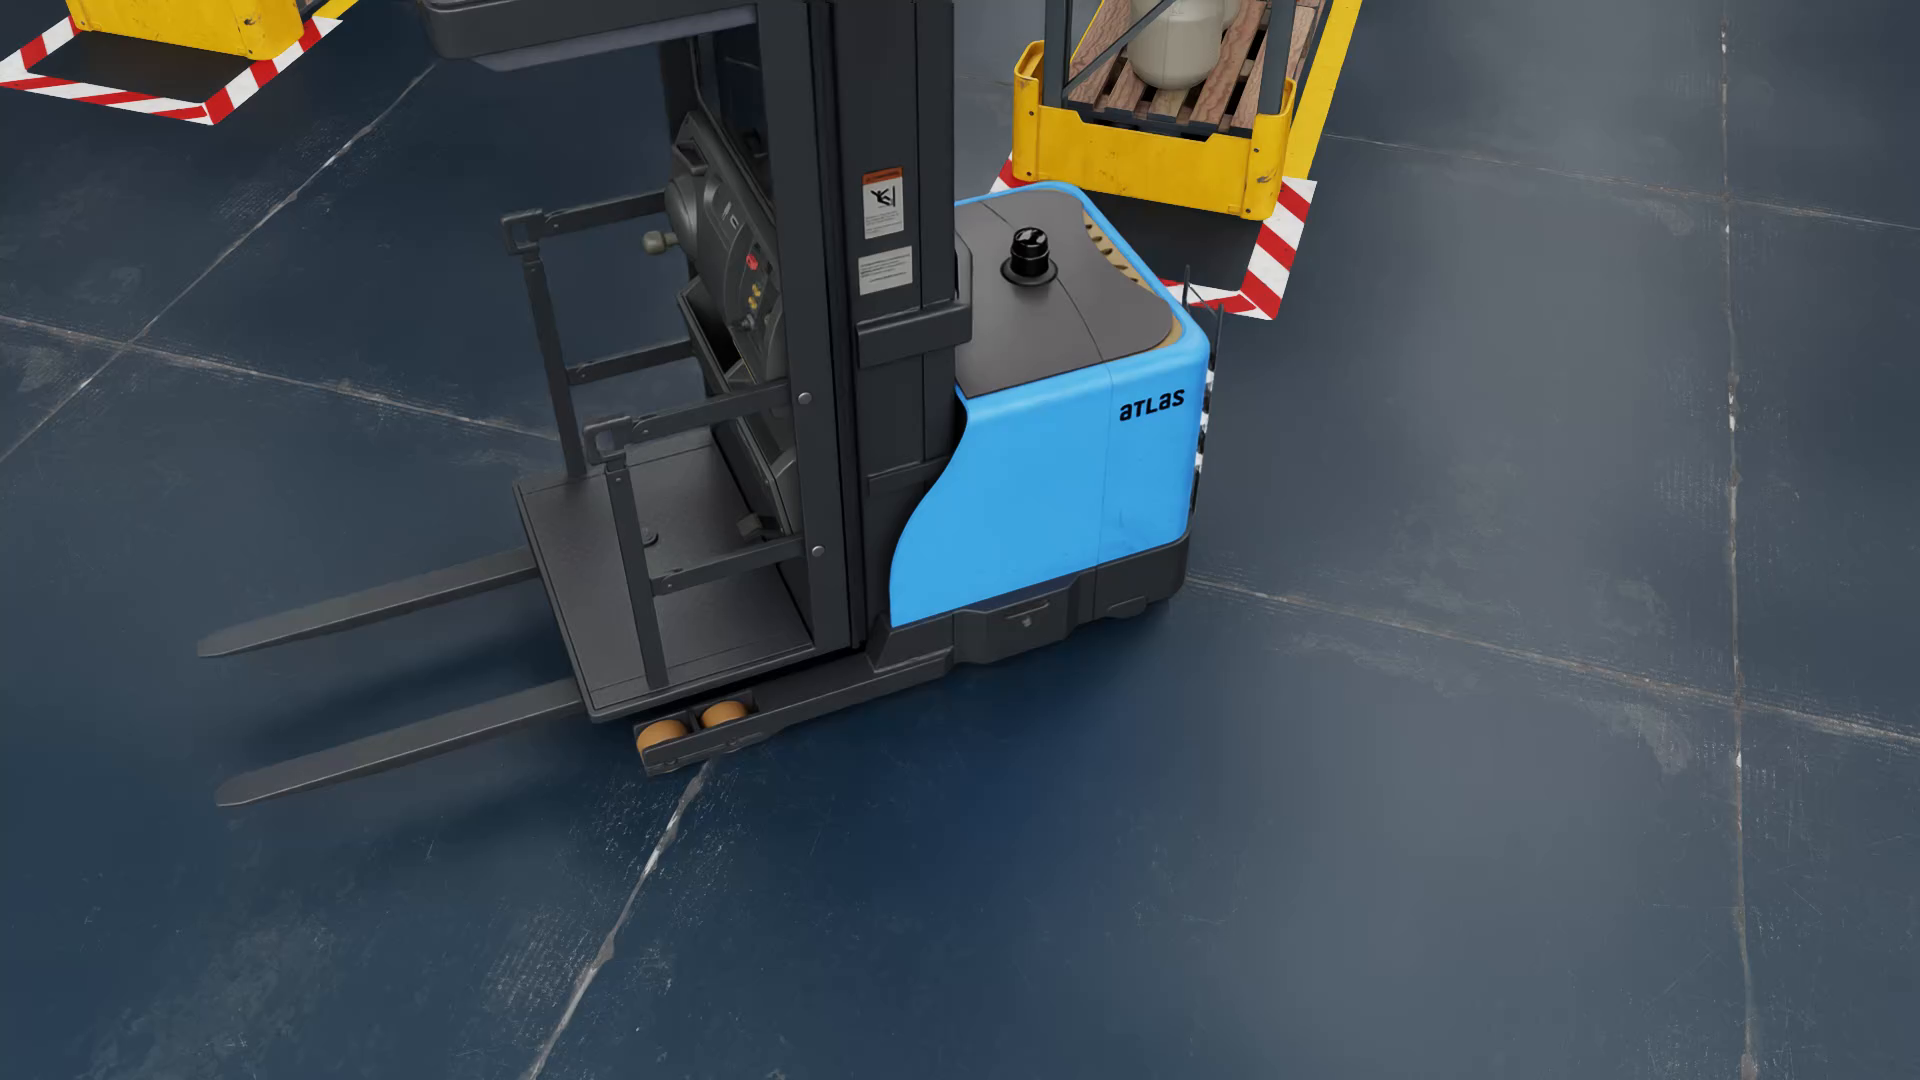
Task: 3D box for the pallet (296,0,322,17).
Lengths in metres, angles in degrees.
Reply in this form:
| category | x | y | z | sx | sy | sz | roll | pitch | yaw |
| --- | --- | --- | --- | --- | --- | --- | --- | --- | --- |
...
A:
| category | x | y | z | sx | sy | sz | roll | pitch | yaw |
| --- | --- | --- | --- | --- | --- | --- | --- | --- | --- |
| pallet | -3.683 | -3.186 | 8.855 | 1.003 | 0.211 | 1.213 | 13 | 46 | 13 |

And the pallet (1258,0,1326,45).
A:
| category | x | y | z | sx | sy | sz | roll | pitch | yaw |
| --- | --- | --- | --- | --- | --- | --- | --- | --- | --- |
| pallet | 1.446 | -3.027 | 8.693 | 1.003 | 0.211 | 1.213 | 13 | 46 | 13 |

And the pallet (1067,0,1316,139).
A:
| category | x | y | z | sx | sy | sz | roll | pitch | yaw |
| --- | --- | --- | --- | --- | --- | --- | --- | --- | --- |
| pallet | 1.074 | -2.217 | 7.865 | 1.003 | 0.211 | 1.213 | 13 | 46 | 13 |

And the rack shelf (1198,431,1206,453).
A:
| category | x | y | z | sx | sy | sz | roll | pitch | yaw |
| --- | --- | --- | --- | --- | --- | --- | --- | --- | --- |
| rack shelf | 0.685 | -0.375 | 5.666 | 0.200 | 0.077 | 0.258 | -16 | 47 | -16 |

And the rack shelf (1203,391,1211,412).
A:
| category | x | y | z | sx | sy | sz | roll | pitch | yaw |
| --- | --- | --- | --- | --- | --- | --- | --- | --- | --- |
| rack shelf | 0.685 | -0.503 | 5.540 | 0.200 | 0.077 | 0.258 | -16 | 47 | -16 |

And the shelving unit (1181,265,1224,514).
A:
| category | x | y | z | sx | sy | sz | roll | pitch | yaw |
| --- | --- | --- | --- | --- | --- | --- | --- | --- | --- |
| shelving unit | 0.685 | -0.463 | 5.580 | 0.210 | 0.900 | 0.258 | -16 | 47 | -16 |

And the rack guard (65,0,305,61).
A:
| category | x | y | z | sx | sy | sz | roll | pitch | yaw |
| --- | --- | --- | --- | --- | --- | --- | --- | --- | --- |
| rack guard | -3.882 | -2.755 | 8.208 | 1.175 | 0.500 | 0.348 | 13 | 46 | 13 |

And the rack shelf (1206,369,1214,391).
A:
| category | x | y | z | sx | sy | sz | roll | pitch | yaw |
| --- | --- | --- | --- | --- | --- | --- | --- | --- | --- |
| rack shelf | 0.685 | -0.568 | 5.477 | 0.200 | 0.077 | 0.258 | -16 | 47 | -16 |

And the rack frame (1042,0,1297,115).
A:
| category | x | y | z | sx | sy | sz | roll | pitch | yaw |
| --- | --- | --- | --- | --- | --- | --- | --- | --- | --- |
| rack frame | 0.845 | -2.613 | 6.275 | 1.000 | 3.000 | 0.127 | 13 | 46 | 13 |

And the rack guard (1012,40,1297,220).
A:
| category | x | y | z | sx | sy | sz | roll | pitch | yaw |
| --- | --- | --- | --- | --- | --- | --- | --- | --- | --- |
| rack guard | 0.823 | -1.780 | 7.211 | 1.175 | 0.500 | 0.348 | 13 | 46 | 13 |

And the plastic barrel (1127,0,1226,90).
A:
| category | x | y | z | sx | sy | sz | roll | pitch | yaw |
| --- | --- | --- | --- | --- | --- | --- | --- | --- | --- |
| plastic barrel | 0.972 | -2.328 | 7.463 | 0.421 | 0.512 | 0.421 | 0 | 44 | 0 |

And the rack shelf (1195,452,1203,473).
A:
| category | x | y | z | sx | sy | sz | roll | pitch | yaw |
| --- | --- | --- | --- | --- | --- | --- | --- | --- | --- |
| rack shelf | 0.685 | -0.310 | 5.729 | 0.200 | 0.077 | 0.258 | -16 | 47 | -16 |

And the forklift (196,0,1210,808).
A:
| category | x | y | z | sx | sy | sz | roll | pitch | yaw |
| --- | --- | --- | --- | --- | --- | --- | --- | --- | --- |
| forklift | -0.821 | -0.765 | 4.436 | 3.031 | 2.935 | 1.130 | -16 | 47 | -16 |

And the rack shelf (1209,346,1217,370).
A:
| category | x | y | z | sx | sy | sz | roll | pitch | yaw |
| --- | --- | --- | --- | --- | --- | --- | --- | --- | --- |
| rack shelf | 0.685 | -0.632 | 5.414 | 0.200 | 0.077 | 0.258 | -16 | 47 | -16 |

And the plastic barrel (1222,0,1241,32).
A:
| category | x | y | z | sx | sy | sz | roll | pitch | yaw |
| --- | --- | --- | --- | --- | --- | --- | --- | --- | --- |
| plastic barrel | 1.123 | -2.662 | 7.805 | 0.421 | 0.512 | 0.421 | 0 | 44 | 0 |

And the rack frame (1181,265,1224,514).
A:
| category | x | y | z | sx | sy | sz | roll | pitch | yaw |
| --- | --- | --- | --- | --- | --- | --- | --- | --- | --- |
| rack frame | 0.779 | -0.490 | 5.608 | 0.006 | 0.900 | 0.240 | -16 | 47 | -16 |

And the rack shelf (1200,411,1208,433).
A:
| category | x | y | z | sx | sy | sz | roll | pitch | yaw |
| --- | --- | --- | --- | --- | --- | --- | --- | --- | --- |
| rack shelf | 0.685 | -0.439 | 5.603 | 0.200 | 0.077 | 0.258 | -16 | 47 | -16 |
